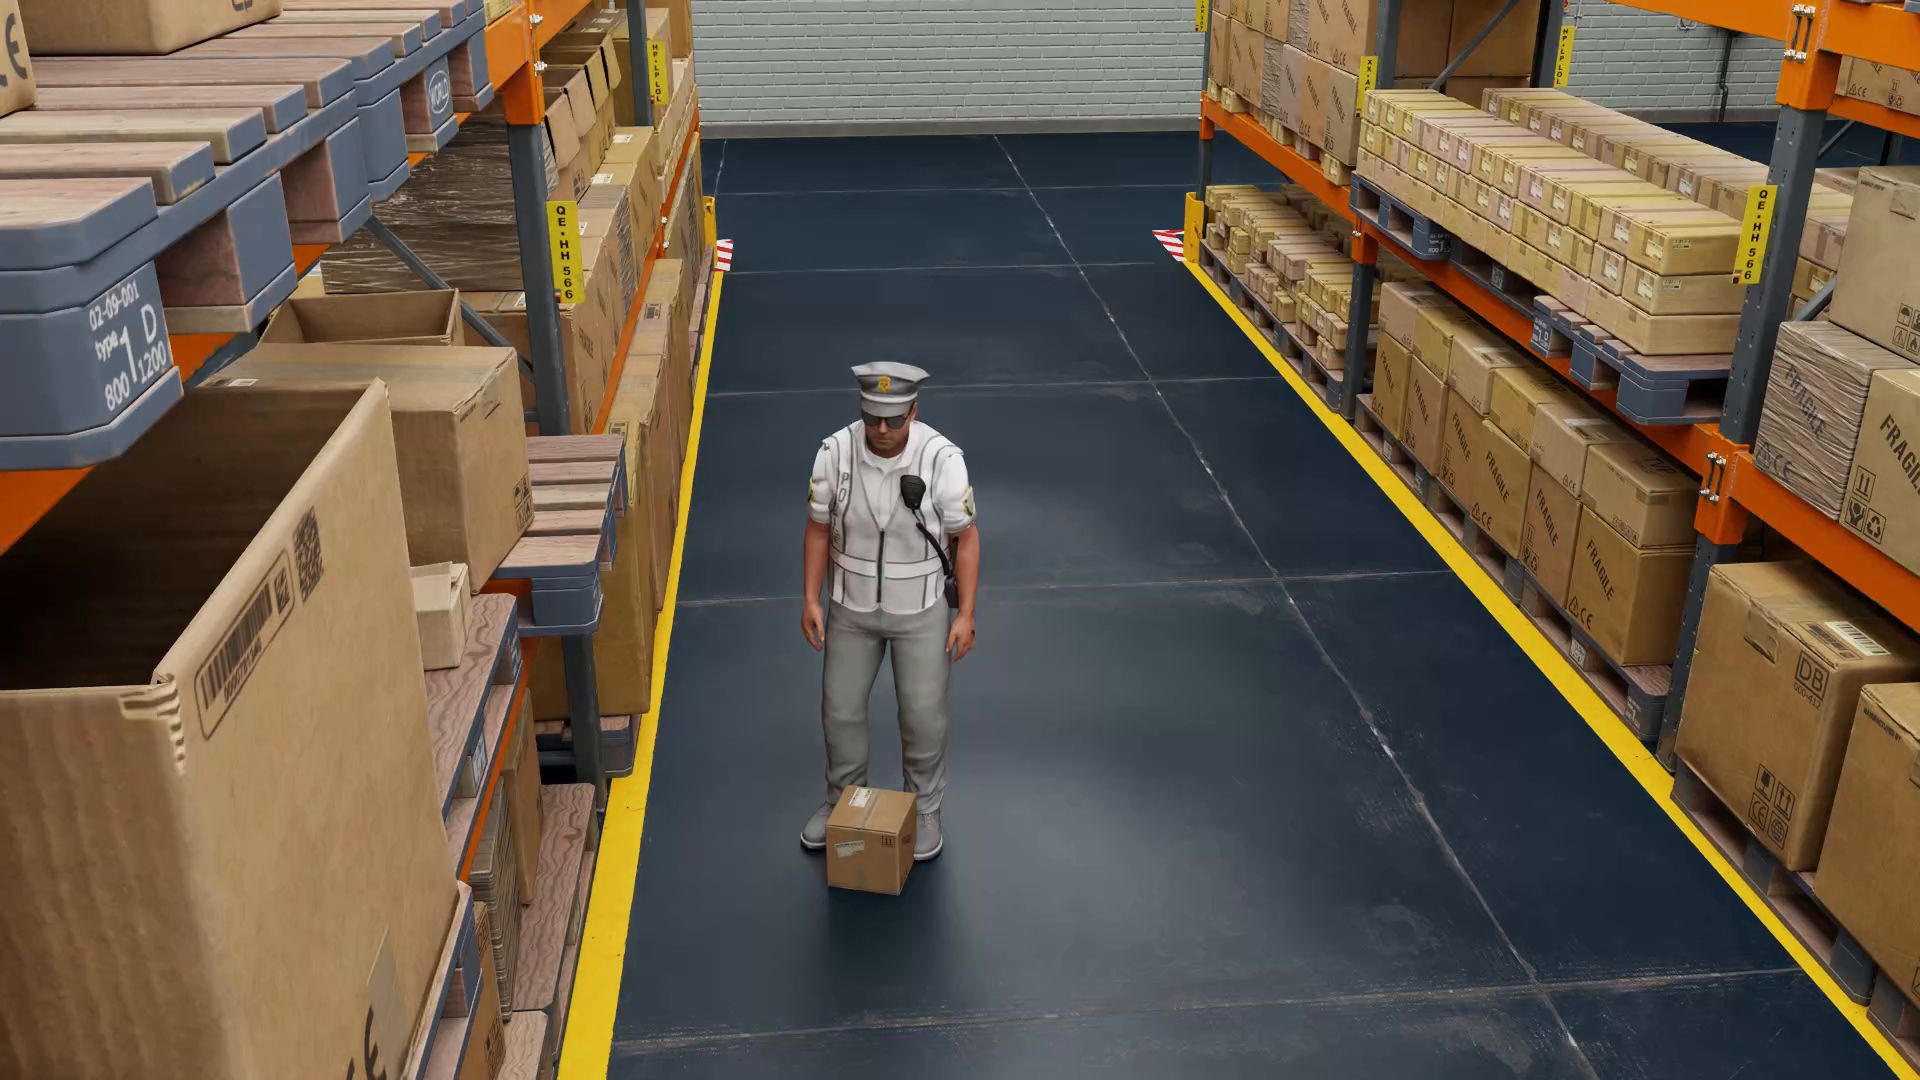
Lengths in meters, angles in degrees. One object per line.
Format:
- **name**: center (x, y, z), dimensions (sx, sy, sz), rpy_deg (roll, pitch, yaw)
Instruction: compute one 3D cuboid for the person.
- **person**: center (-0.238, 0.219, 5.584), dimensions (0.606, 1.751, 0.430), rpy_deg (4, 24, 9)
